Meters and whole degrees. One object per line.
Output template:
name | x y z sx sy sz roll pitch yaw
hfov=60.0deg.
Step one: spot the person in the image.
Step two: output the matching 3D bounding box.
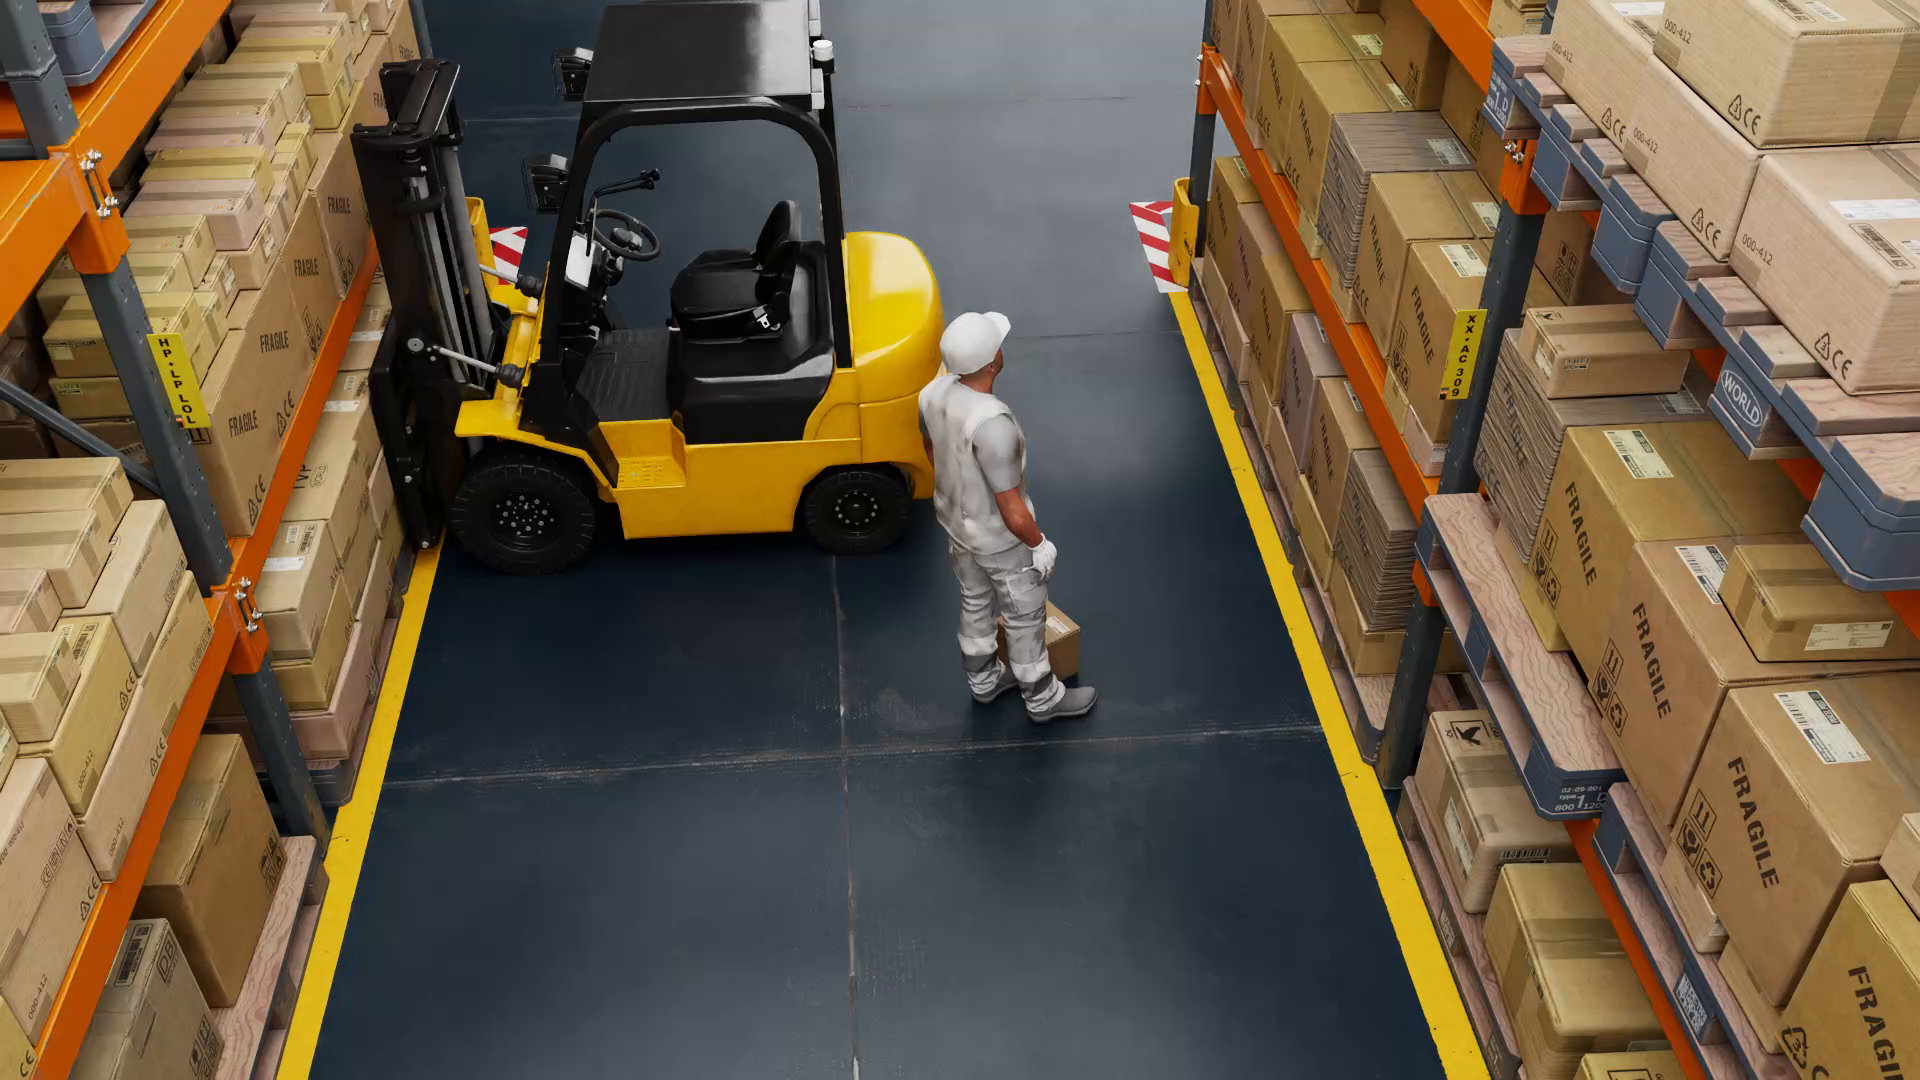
person | 0.175 -0.087 6.228 0.563 1.789 0.638 -23 44 -26
